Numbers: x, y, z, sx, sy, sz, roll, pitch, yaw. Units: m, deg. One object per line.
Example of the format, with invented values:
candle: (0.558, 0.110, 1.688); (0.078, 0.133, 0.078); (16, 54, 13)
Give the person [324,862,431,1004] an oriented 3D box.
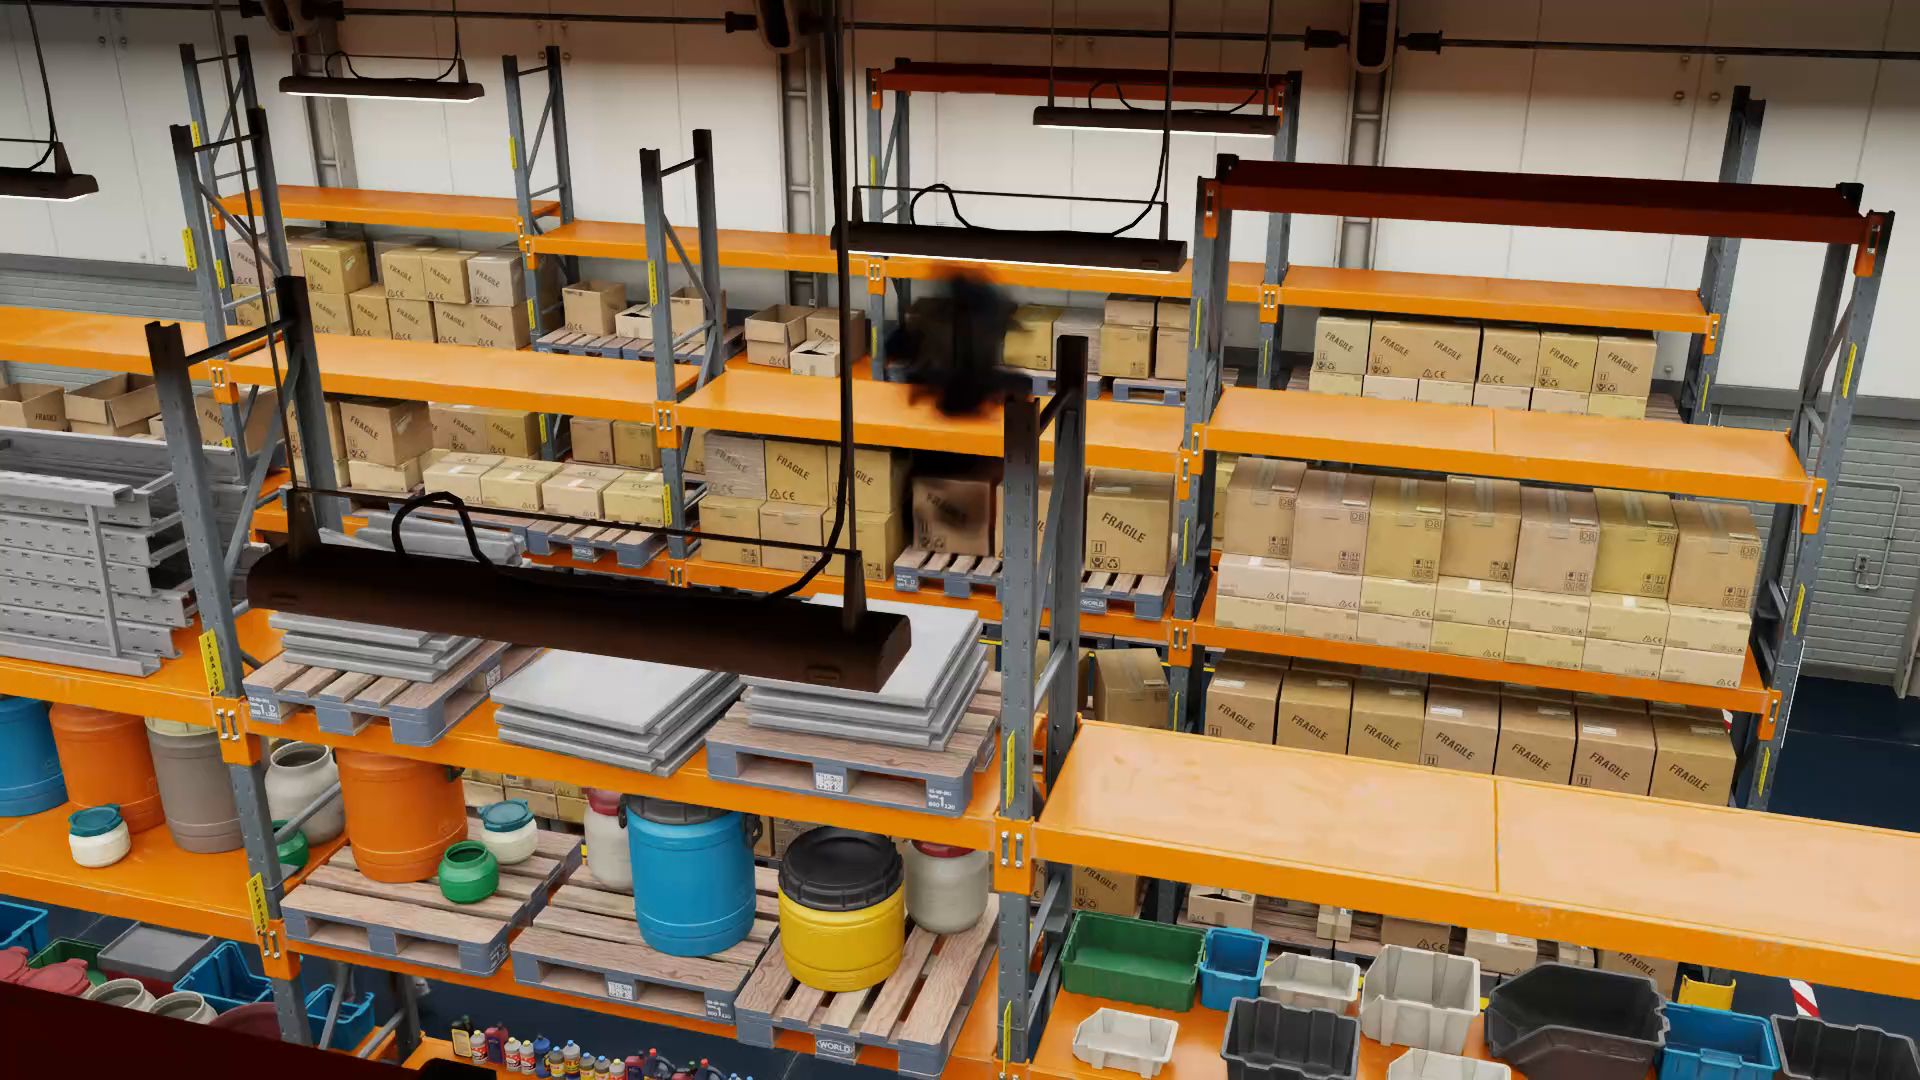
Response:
person: (-4.323, 2.667, 12.018); (0.828, 1.829, 0.640); (5, 23, 11)
